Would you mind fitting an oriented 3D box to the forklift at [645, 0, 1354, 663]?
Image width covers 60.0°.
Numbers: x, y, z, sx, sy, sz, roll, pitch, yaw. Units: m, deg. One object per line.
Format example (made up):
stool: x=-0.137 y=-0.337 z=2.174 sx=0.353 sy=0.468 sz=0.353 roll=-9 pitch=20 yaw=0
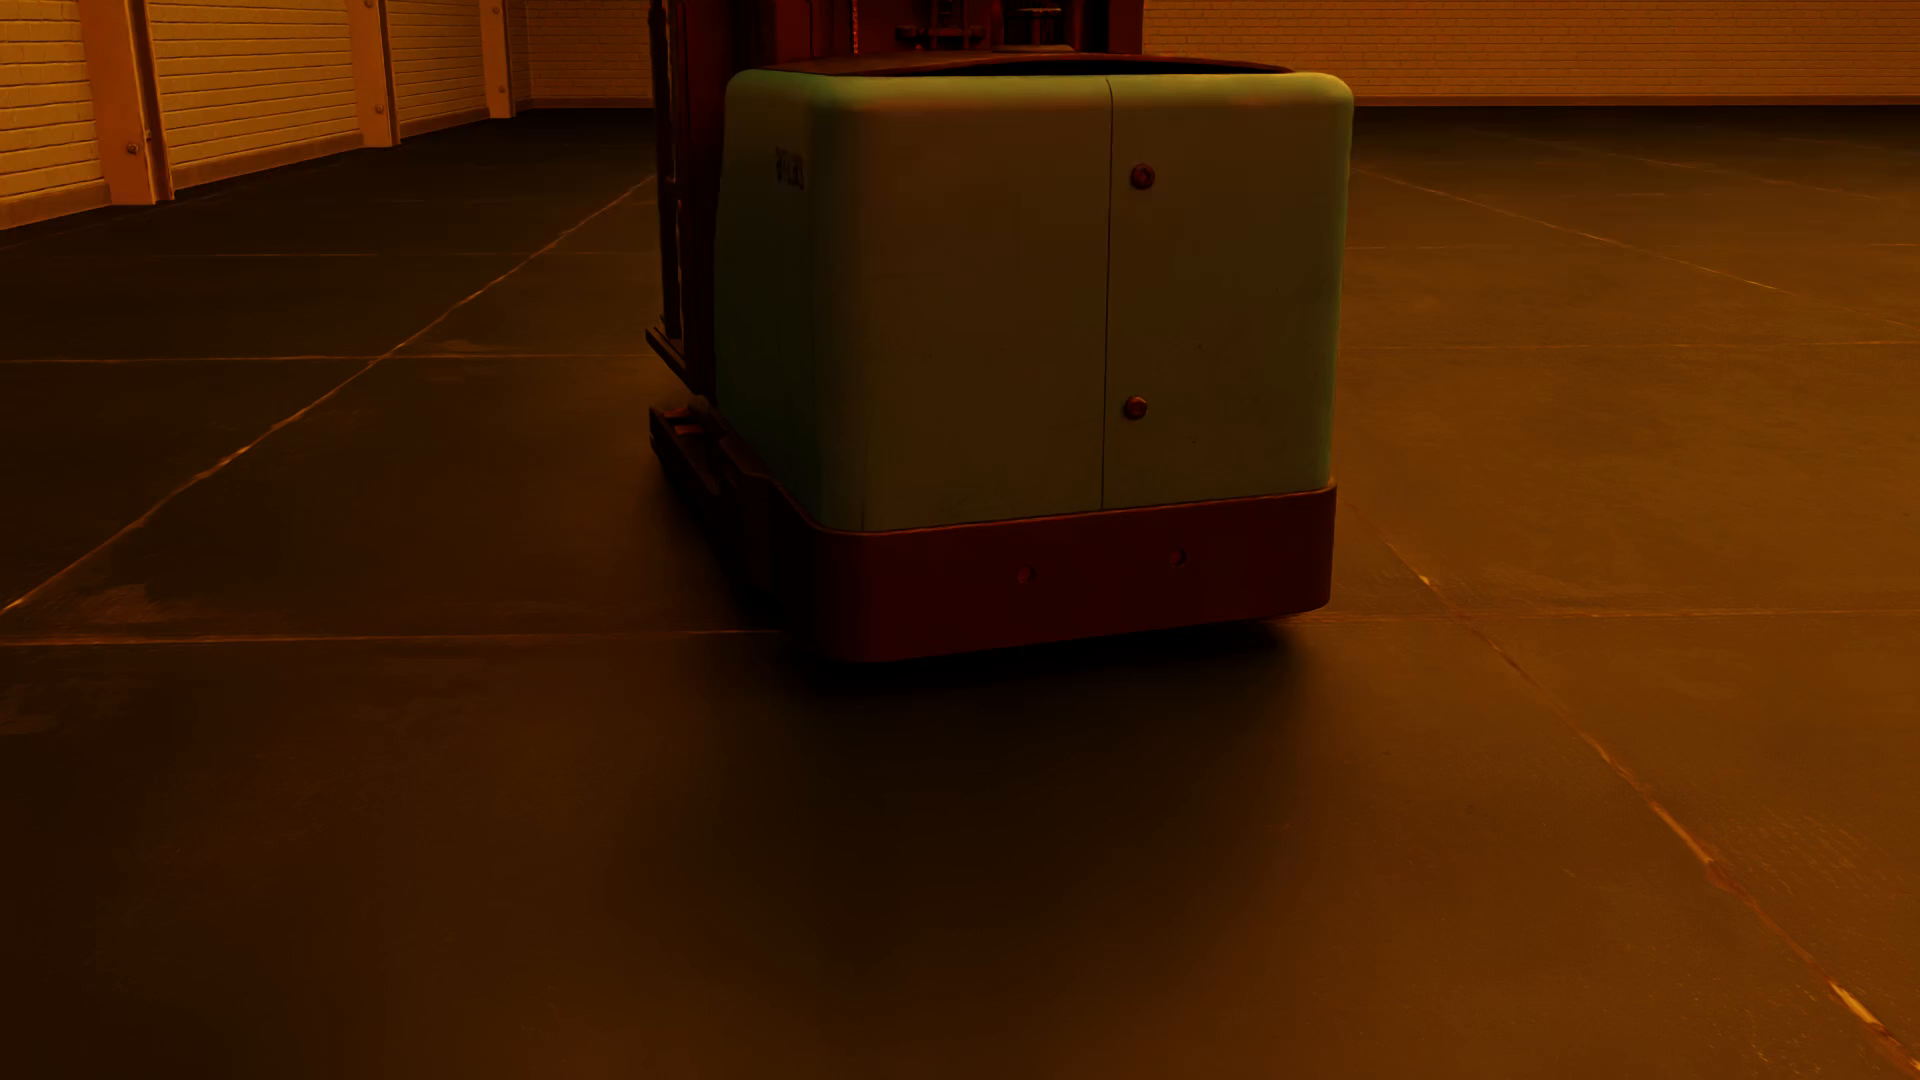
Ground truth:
forklift: x=-0.216 y=-1.574 z=4.052 sx=1.130 sy=2.935 sz=3.031 roll=-6 pitch=18 yaw=-18
